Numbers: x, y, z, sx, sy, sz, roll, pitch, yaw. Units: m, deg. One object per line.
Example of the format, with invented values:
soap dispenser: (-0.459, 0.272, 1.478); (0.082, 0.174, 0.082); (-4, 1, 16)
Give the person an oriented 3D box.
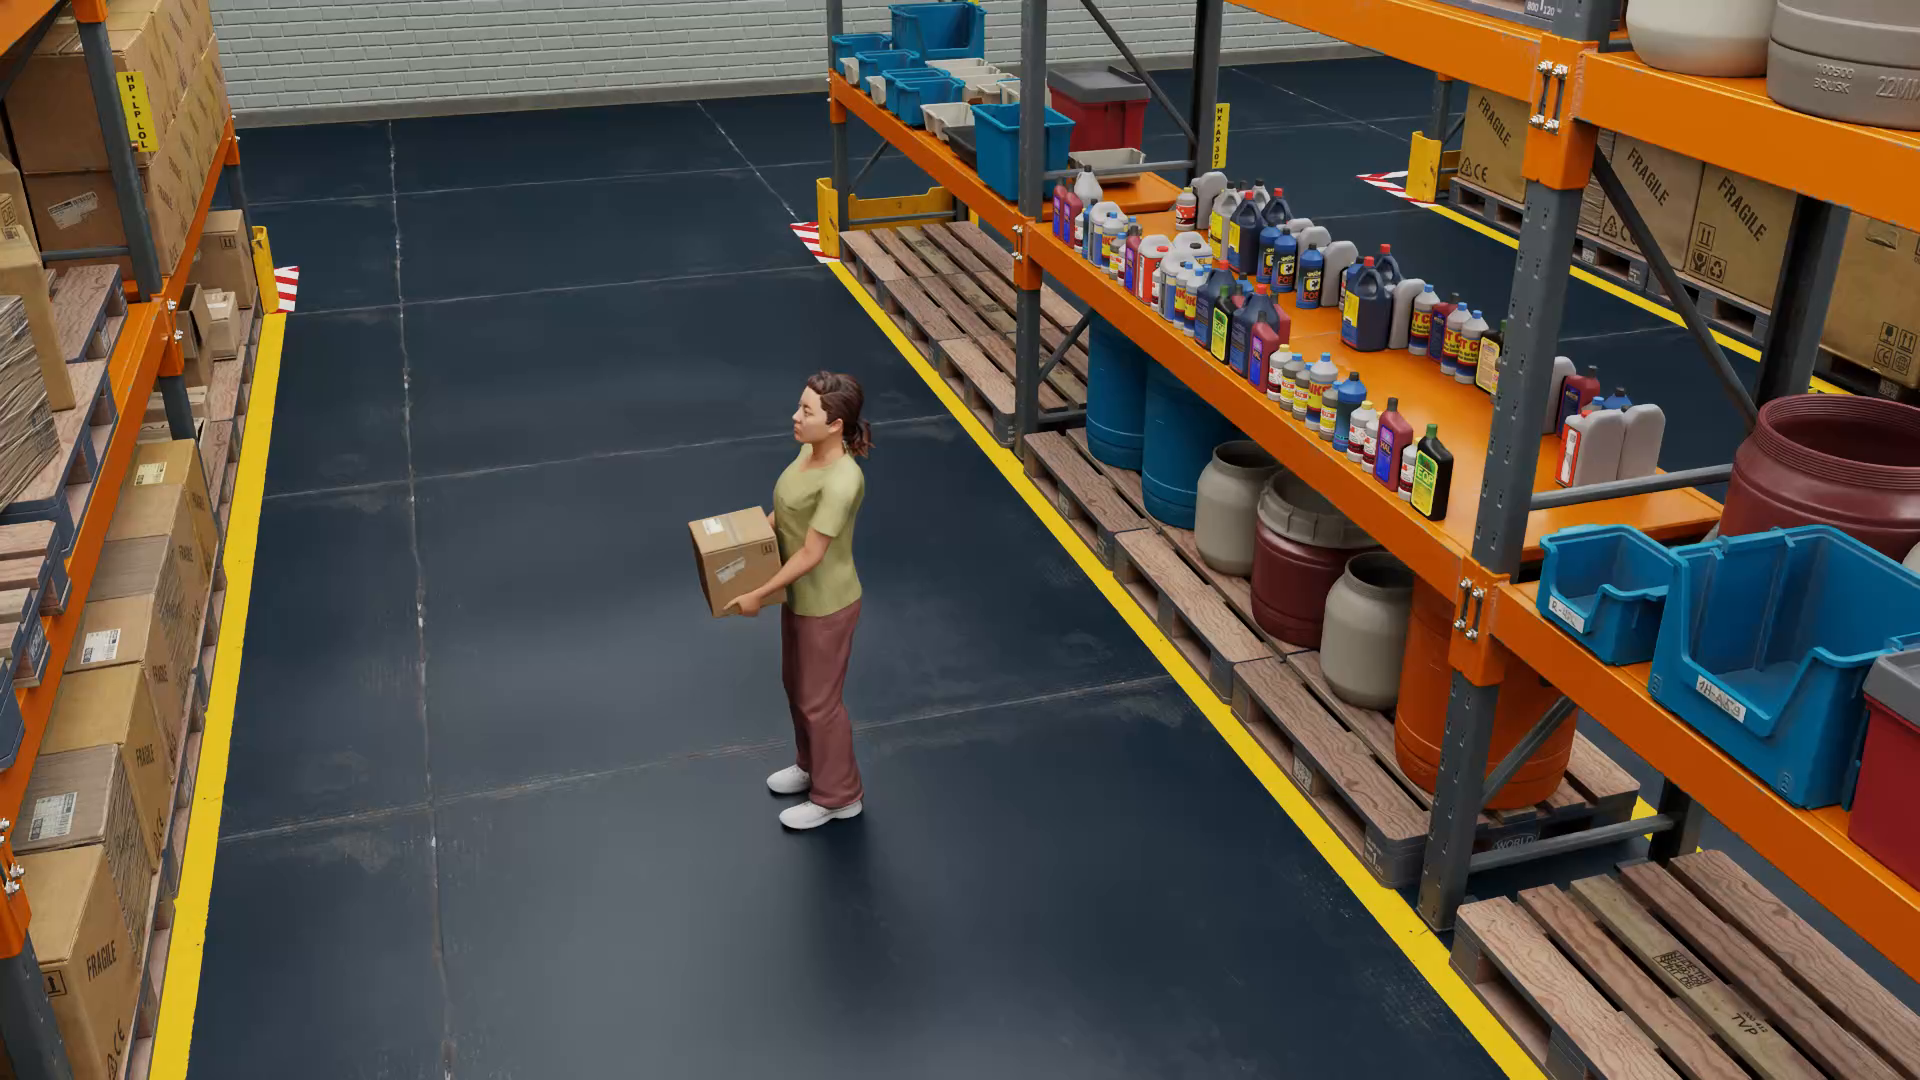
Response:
person: (-0.550, 0.219, 5.687); (0.558, 1.661, 0.428); (-8, 28, -16)
